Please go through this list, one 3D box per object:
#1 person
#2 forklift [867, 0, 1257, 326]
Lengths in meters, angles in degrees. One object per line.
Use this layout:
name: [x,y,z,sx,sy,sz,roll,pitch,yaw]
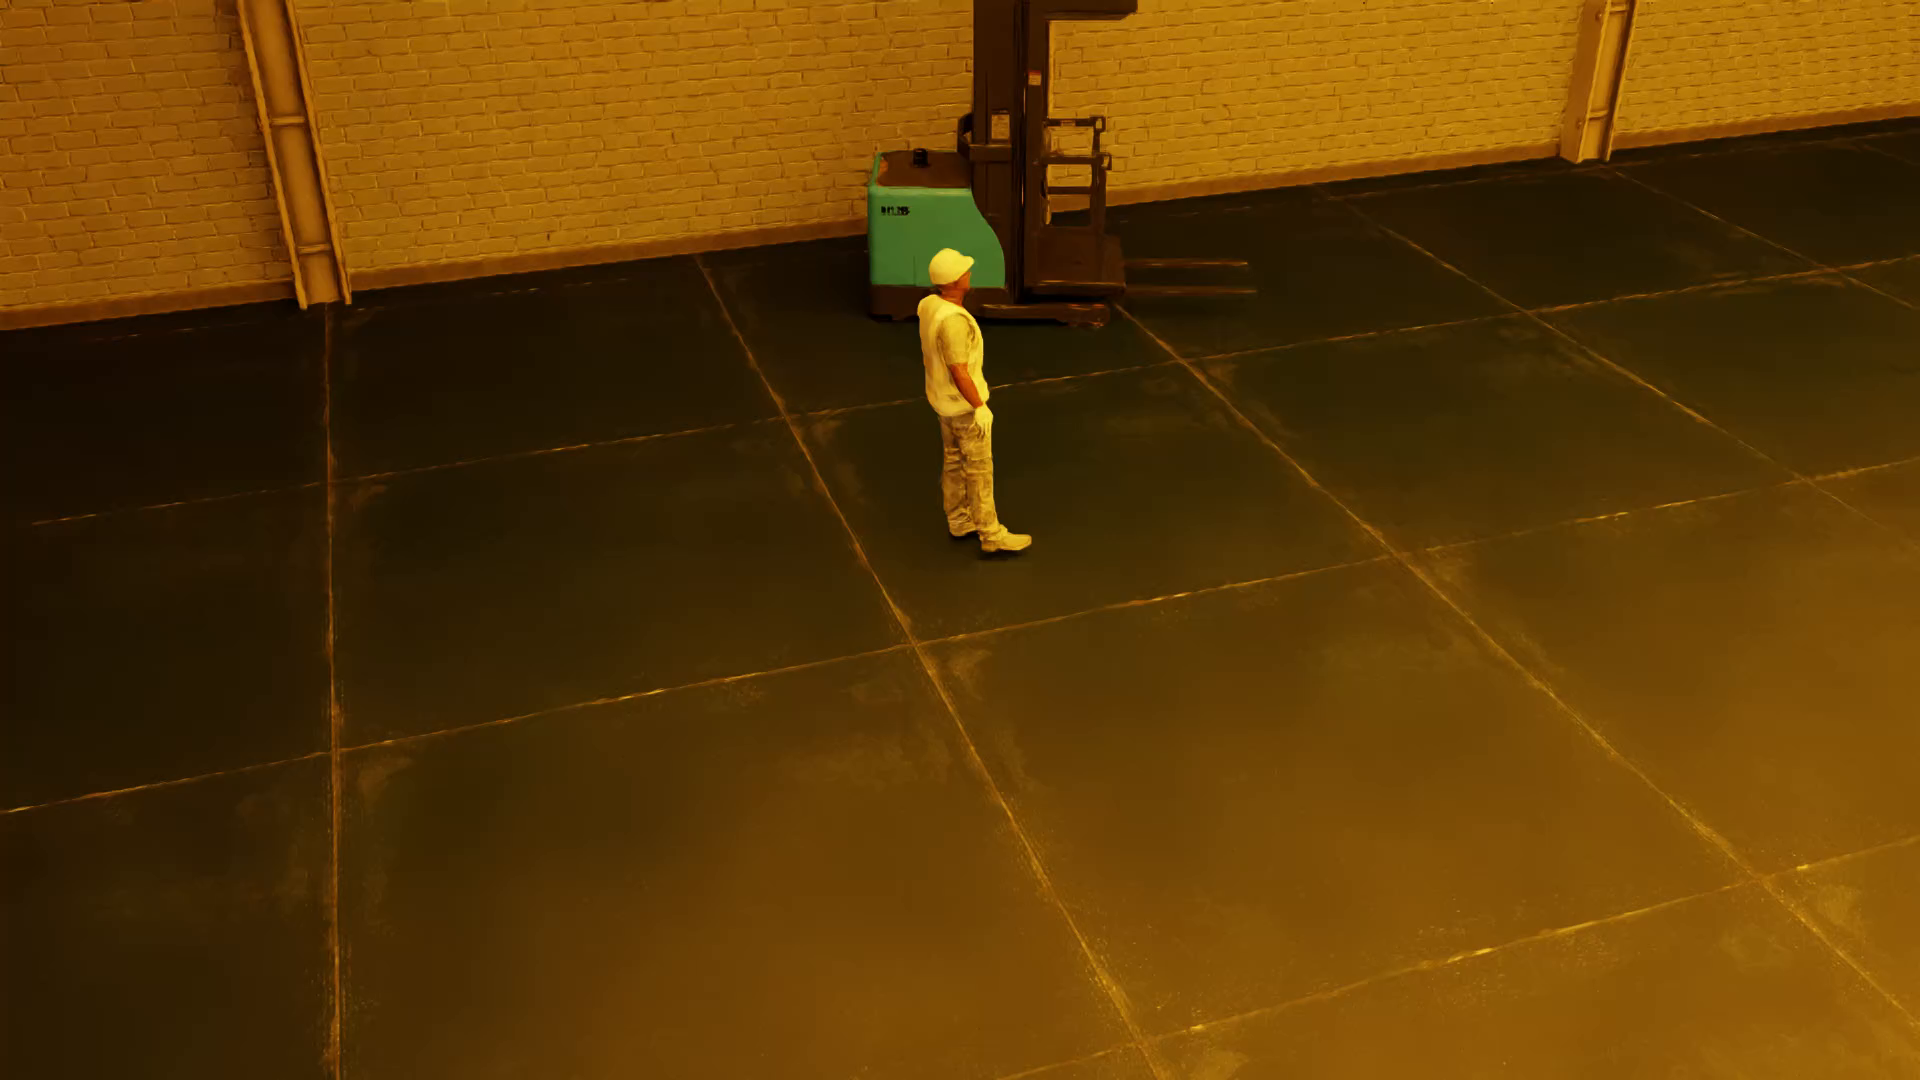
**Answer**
person: [0.071,-0.821,9.571,0.576,1.782,0.655,-10,31,-16]
forklift: [0.809,-3.199,12.647,3.031,2.935,1.130,1,30,1]
